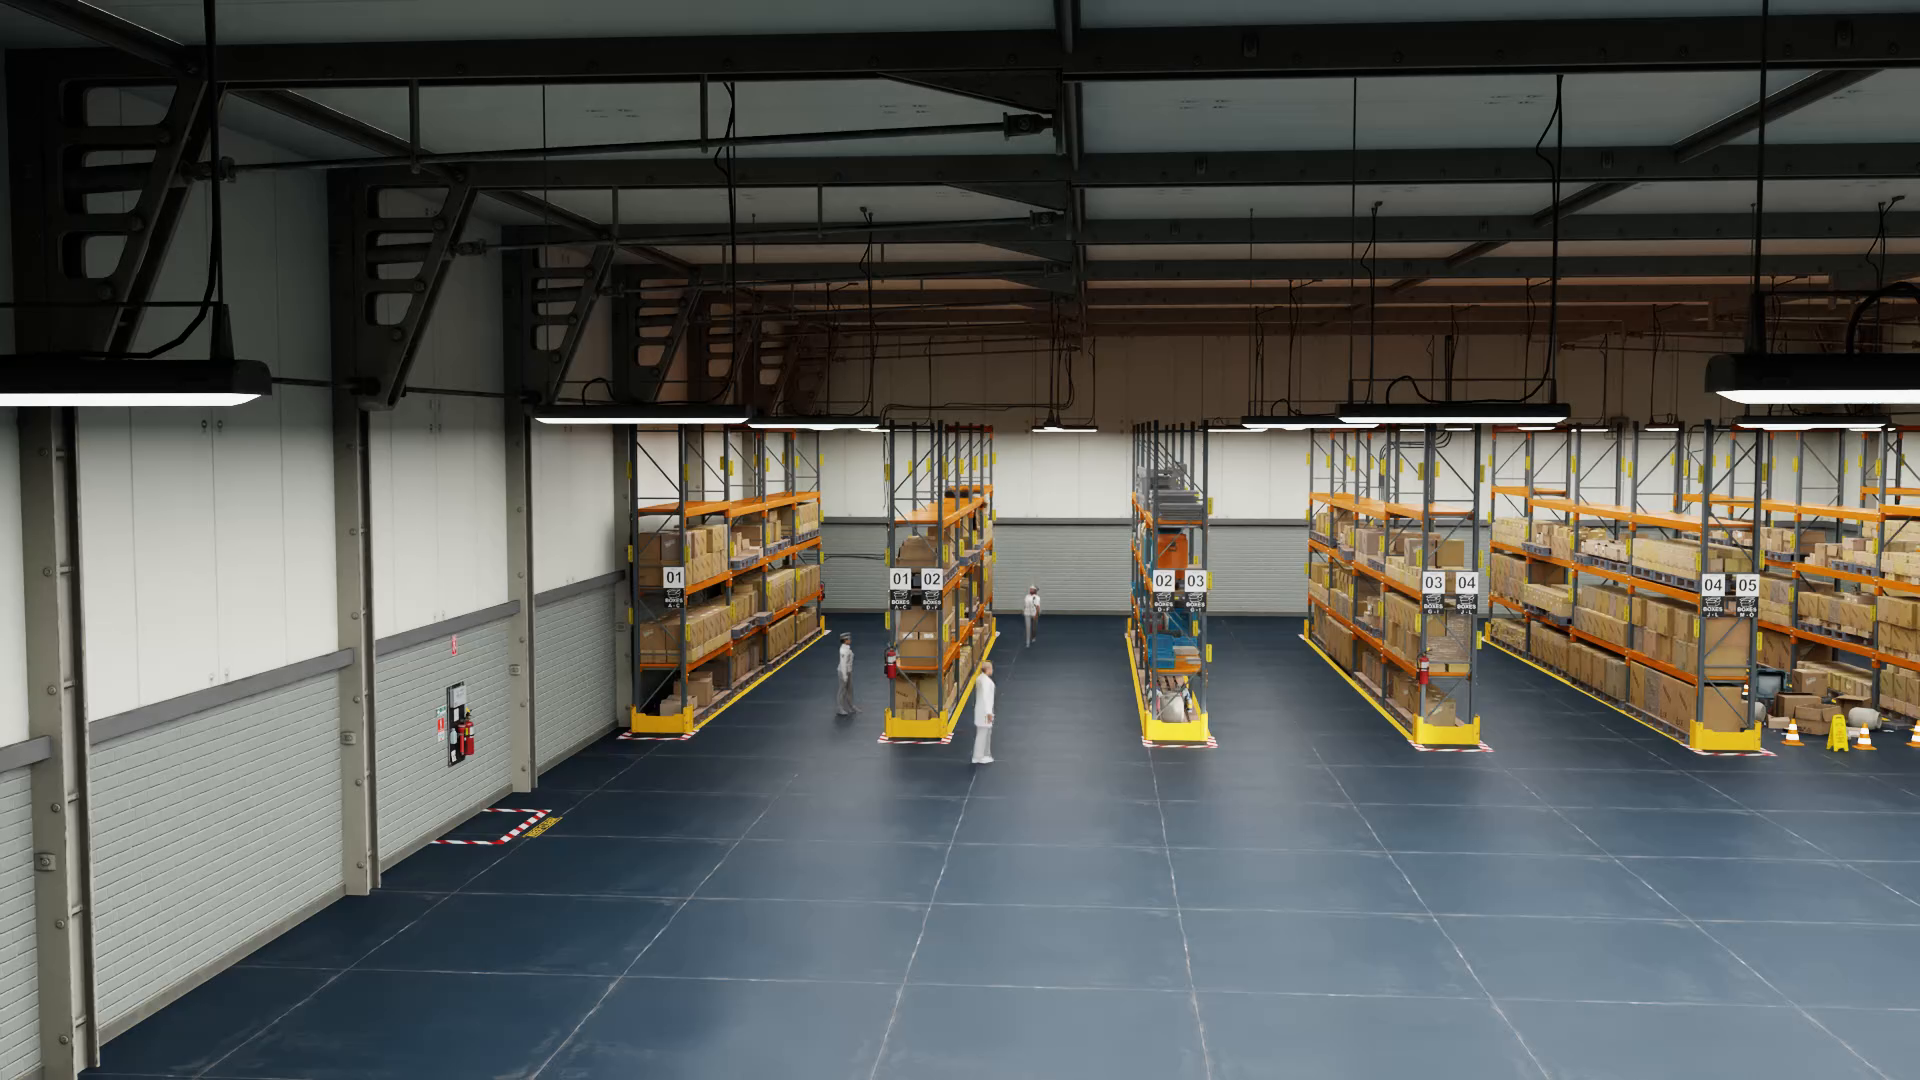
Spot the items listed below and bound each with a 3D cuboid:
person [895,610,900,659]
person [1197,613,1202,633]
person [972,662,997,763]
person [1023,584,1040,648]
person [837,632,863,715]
[{"bbox_3d":[-1.554,2.160,41.567,0.350,1.736,0.509,1,4,19],"label":"person"},{"bbox_3d":[6.825,1.912,47.893,0.478,1.604,0.520,0,4,-4],"label":"person"},{"bbox_3d":[0.450,3.037,28.993,0.486,1.805,0.683,-1,4,-8],"label":"person"},{"bbox_3d":[1.887,1.990,43.943,0.449,1.630,0.951,0,4,-2],"label":"person"},{"bbox_3d":[-2.284,2.734,34.073,0.490,1.692,0.537,1,4,9],"label":"person"}]
